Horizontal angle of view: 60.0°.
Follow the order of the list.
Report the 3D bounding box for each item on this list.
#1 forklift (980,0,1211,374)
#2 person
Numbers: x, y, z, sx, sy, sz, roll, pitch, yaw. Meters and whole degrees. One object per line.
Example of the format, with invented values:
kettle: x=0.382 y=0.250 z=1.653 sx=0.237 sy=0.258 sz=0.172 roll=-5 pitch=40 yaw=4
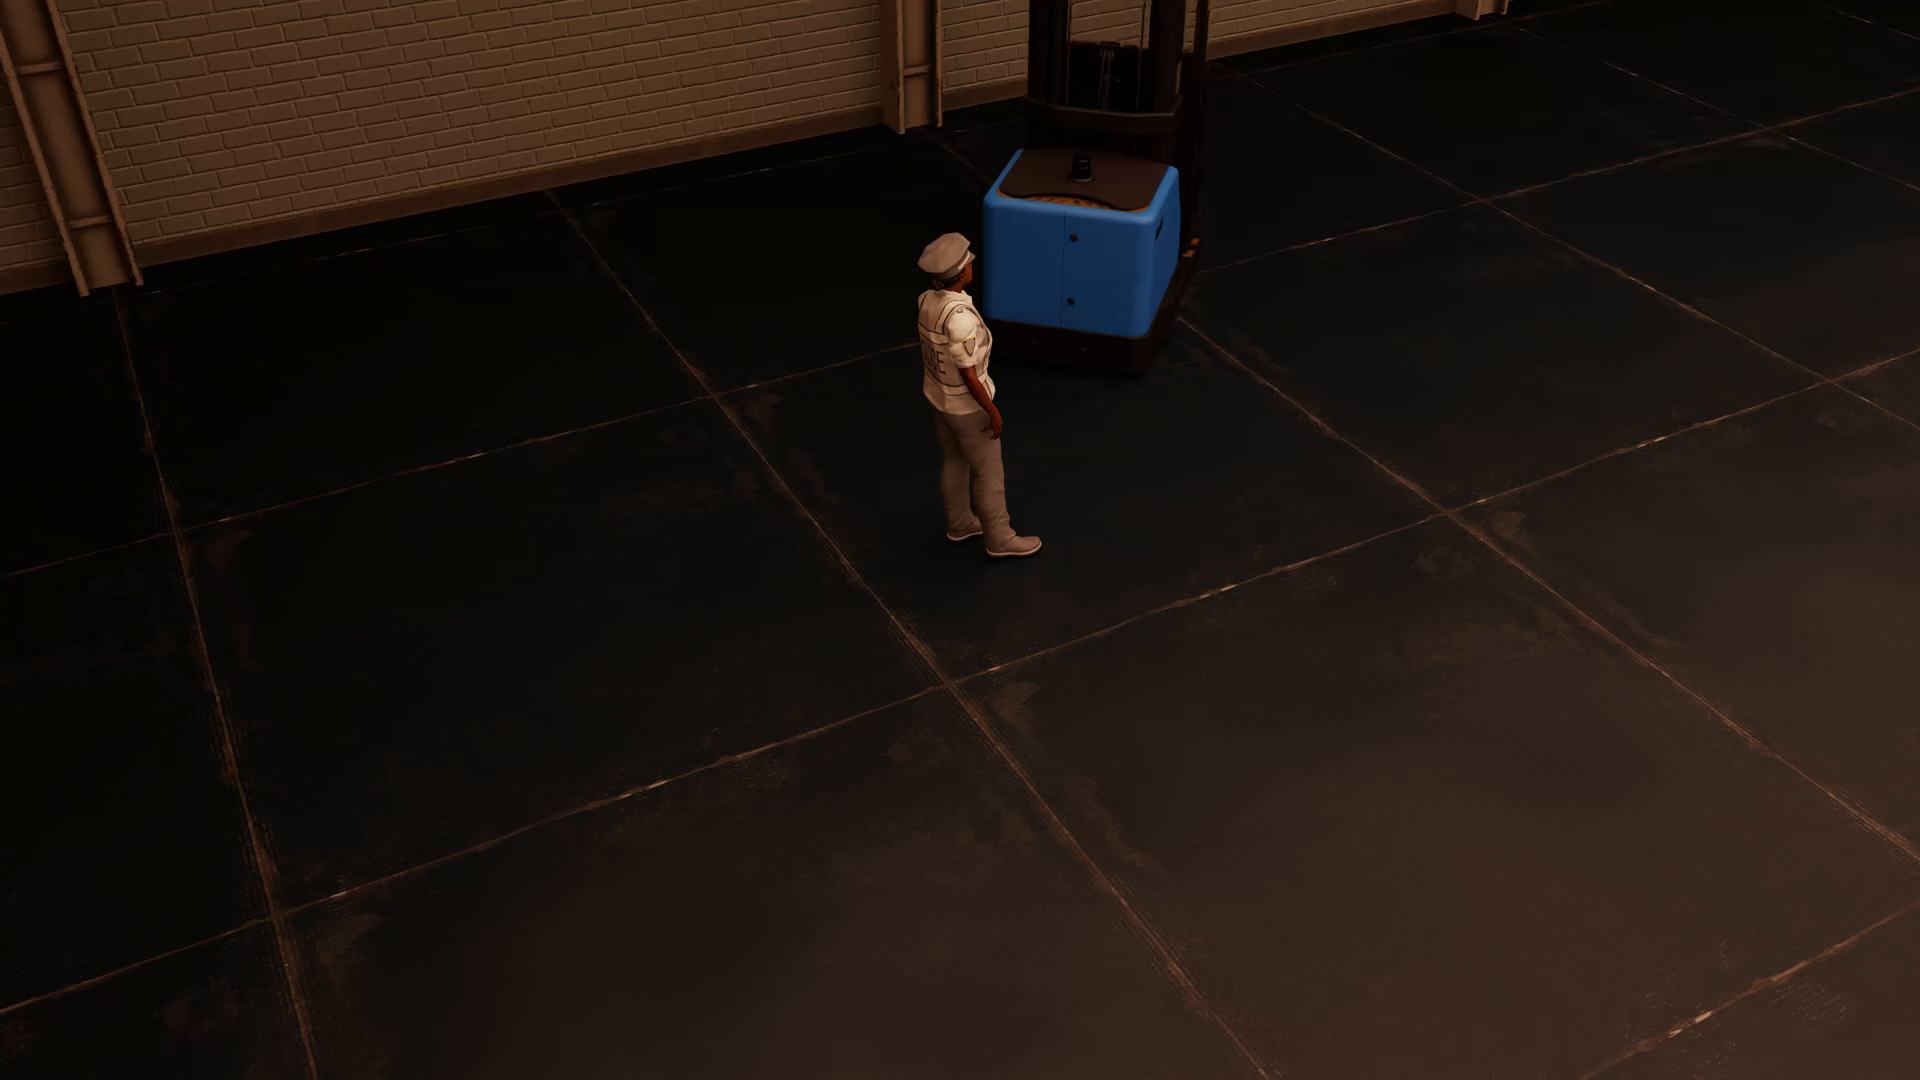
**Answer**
forklift: x=1.028 y=-3.038 z=10.421 sx=1.130 sy=2.935 sz=3.031 roll=10 pitch=36 yaw=13
person: x=0.076 y=-0.707 z=8.184 sx=0.529 sy=1.691 sz=0.569 roll=-17 pitch=39 yaw=-23
